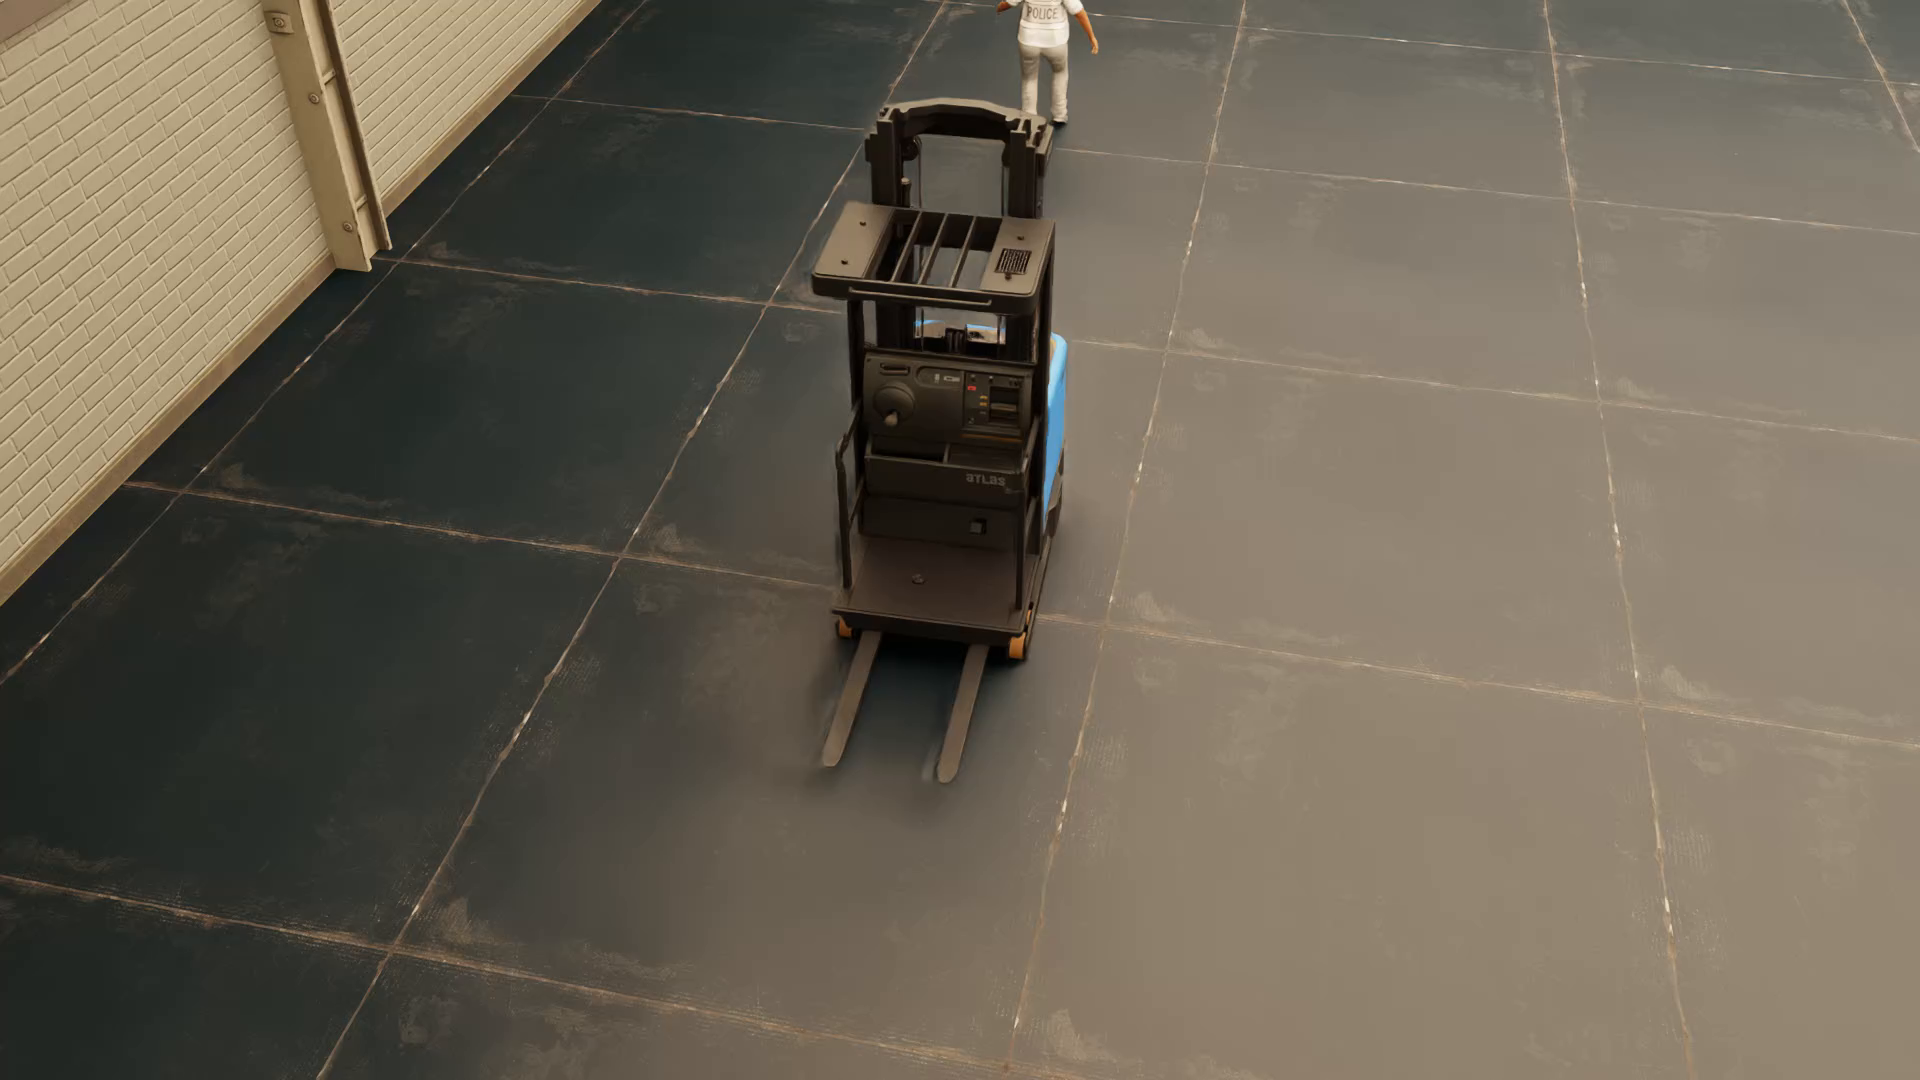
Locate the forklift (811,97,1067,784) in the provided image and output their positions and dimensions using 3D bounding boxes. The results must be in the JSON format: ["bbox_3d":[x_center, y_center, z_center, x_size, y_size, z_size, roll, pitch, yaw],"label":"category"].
[{"bbox_3d":[-0.106,-0.701,8.894,1.130,2.935,3.031,7,40,8],"label":"forklift"}]

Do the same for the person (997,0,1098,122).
[{"bbox_3d":[0.743,-4.295,14.304,0.913,1.689,0.585,6,40,7],"label":"person"}]
